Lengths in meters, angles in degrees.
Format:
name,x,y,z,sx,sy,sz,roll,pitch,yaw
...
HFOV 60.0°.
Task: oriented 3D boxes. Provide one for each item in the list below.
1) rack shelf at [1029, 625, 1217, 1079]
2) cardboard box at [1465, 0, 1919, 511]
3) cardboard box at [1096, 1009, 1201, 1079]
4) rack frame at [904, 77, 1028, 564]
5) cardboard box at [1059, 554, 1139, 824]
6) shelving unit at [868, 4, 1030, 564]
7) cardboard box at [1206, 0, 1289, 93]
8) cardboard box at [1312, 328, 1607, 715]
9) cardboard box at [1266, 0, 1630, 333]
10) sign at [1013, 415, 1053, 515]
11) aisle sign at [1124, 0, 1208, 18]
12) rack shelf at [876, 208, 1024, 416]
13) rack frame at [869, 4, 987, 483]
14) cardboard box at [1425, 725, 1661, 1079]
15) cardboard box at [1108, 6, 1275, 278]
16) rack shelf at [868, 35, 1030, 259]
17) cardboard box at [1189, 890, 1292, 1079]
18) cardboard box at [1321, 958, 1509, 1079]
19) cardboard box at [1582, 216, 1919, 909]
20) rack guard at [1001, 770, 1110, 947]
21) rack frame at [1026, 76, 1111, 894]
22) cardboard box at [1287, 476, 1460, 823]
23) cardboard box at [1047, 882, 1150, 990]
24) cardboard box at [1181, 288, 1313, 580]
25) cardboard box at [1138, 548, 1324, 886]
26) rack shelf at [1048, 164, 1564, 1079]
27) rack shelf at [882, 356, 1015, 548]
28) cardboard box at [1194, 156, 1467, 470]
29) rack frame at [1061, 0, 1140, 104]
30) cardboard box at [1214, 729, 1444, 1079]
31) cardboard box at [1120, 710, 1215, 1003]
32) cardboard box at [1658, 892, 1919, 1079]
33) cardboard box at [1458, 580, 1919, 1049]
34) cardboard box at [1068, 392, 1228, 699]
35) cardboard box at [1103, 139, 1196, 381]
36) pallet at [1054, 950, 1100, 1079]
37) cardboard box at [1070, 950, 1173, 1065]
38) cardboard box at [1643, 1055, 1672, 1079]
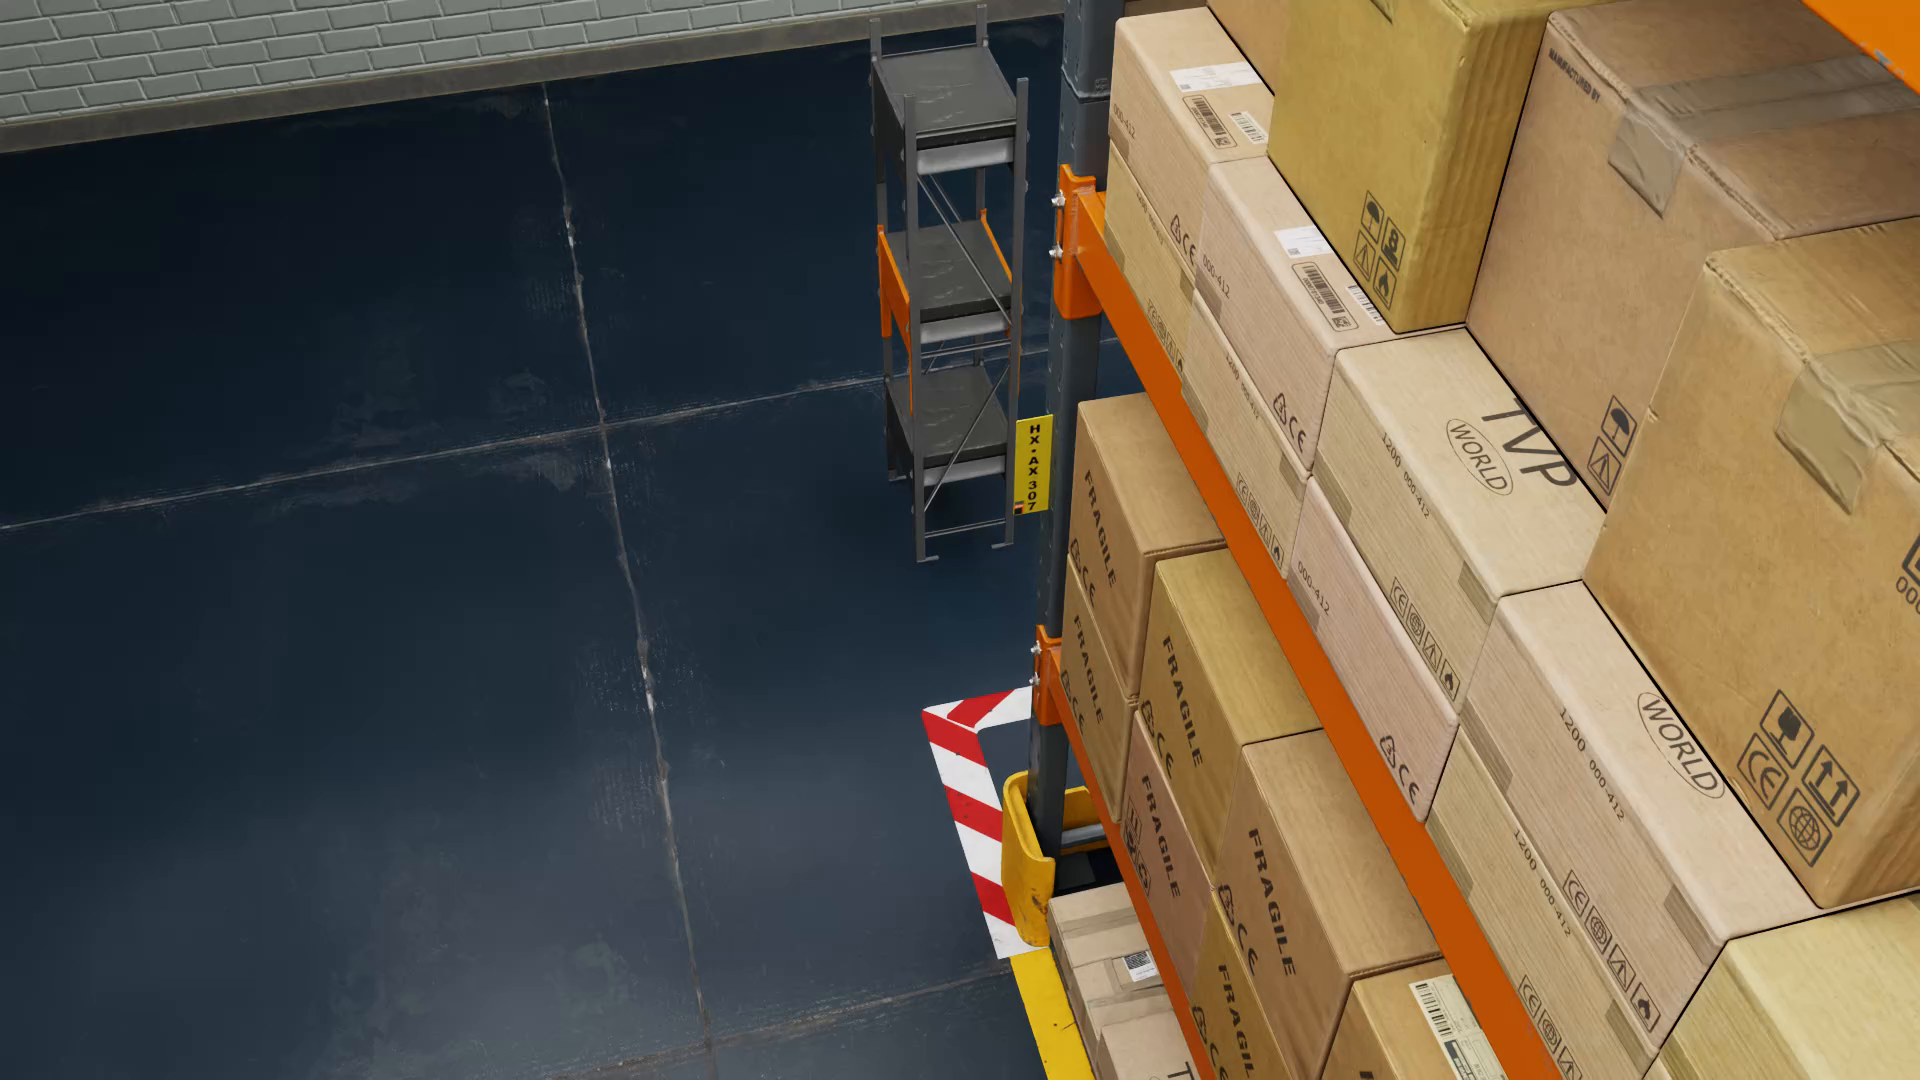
name,x,y,z,sx,sy,sz,roll,pitch,yaw
rack shelf,1.225,1.648,3.538,1.077,0.370,4.000,-11,47,-10
cardboard box,1.138,-0.381,2.153,0.700,0.500,0.500,-11,47,-10
cardboard box,0.706,1.597,4.702,0.500,0.250,0.500,-11,47,-10
rack frame,0.020,-0.681,5.947,0.400,2.100,0.015,-11,47,-10
cardboard box,0.571,0.335,4.251,0.500,0.500,0.500,-10,46,-9
shelving unit,-0.042,-0.849,6.112,0.431,2.100,0.503,-11,47,-10
cardboard box,0.860,-1.067,2.825,0.700,0.500,0.500,-11,47,-10
cardboard box,0.848,-0.064,2.367,0.500,0.250,0.500,-11,47,-10
cardboard box,0.906,-0.707,2.472,0.700,0.500,0.500,-11,47,-10
sign,0.188,-0.188,4.228,0.100,0.325,0.005,-11,47,-10
aisle sign,0.411,-0.888,3.699,0.394,0.787,0.004,-11,47,-10
rack shelf,-0.042,-0.840,6.122,0.431,0.518,0.480,-11,47,-10
rack frame,-0.105,-1.018,6.277,0.400,2.100,0.015,-11,47,-10
cardboard box,0.978,0.456,2.208,0.500,0.250,0.500,-11,47,-10
cardboard box,0.593,-0.754,3.044,0.500,0.250,0.500,-11,47,-10
rack shelf,-0.042,-1.330,5.622,0.431,0.518,0.480,-11,47,-10
cardboard box,0.834,1.038,3.563,0.500,0.500,0.500,-11,47,-10
cardboard box,0.967,1.042,2.859,0.500,0.500,0.500,-11,47,-11
cardboard box,1.175,-0.019,1.798,0.700,0.500,0.500,-11,47,-10
rack guard,0.732,0.943,5.476,1.175,0.500,0.348,-11,47,-10
rack frame,0.713,0.016,4.634,1.000,3.000,0.127,-11,47,-10
cardboard box,0.844,0.112,2.545,0.500,0.250,0.500,-11,47,-10
cardboard box,0.488,1.212,5.150,0.380,0.149,0.250,-11,47,-10
cardboard box,0.714,-0.233,2.883,0.500,0.250,0.500,-11,47,-10
cardboard box,0.713,0.345,3.542,0.500,0.500,0.500,-10,46,-10
rack shelf,1.225,0.599,2.467,1.077,0.370,4.000,-11,47,-10
rack shelf,-0.042,-0.350,6.622,0.431,0.518,0.480,-11,47,-10
cardboard box,0.714,-0.408,2.704,0.500,0.250,0.500,-11,47,-10
rack frame,0.713,-2.084,2.492,1.000,3.000,0.127,-11,47,-10
cardboard box,0.836,0.691,3.202,0.500,0.500,0.500,-10,46,-10
cardboard box,0.709,0.691,3.903,0.500,0.500,0.500,-11,47,-11
cardboard box,1.099,0.628,1.690,0.500,0.250,0.500,-11,47,-10
cardboard box,0.972,0.282,2.028,0.500,0.250,0.500,-11,47,-10
cardboard box,0.571,-0.015,3.894,0.500,0.500,0.500,-9,46,-9
cardboard box,0.598,-0.580,3.223,0.500,0.250,0.500,-11,47,-10
pallet,0.937,1.595,5.040,1.003,0.211,1.213,-11,47,-10
cardboard box,0.552,1.378,4.975,0.380,0.166,0.250,-11,47,-10
cardboard box,1.101,0.802,1.868,0.500,0.250,0.500,-11,47,-10
